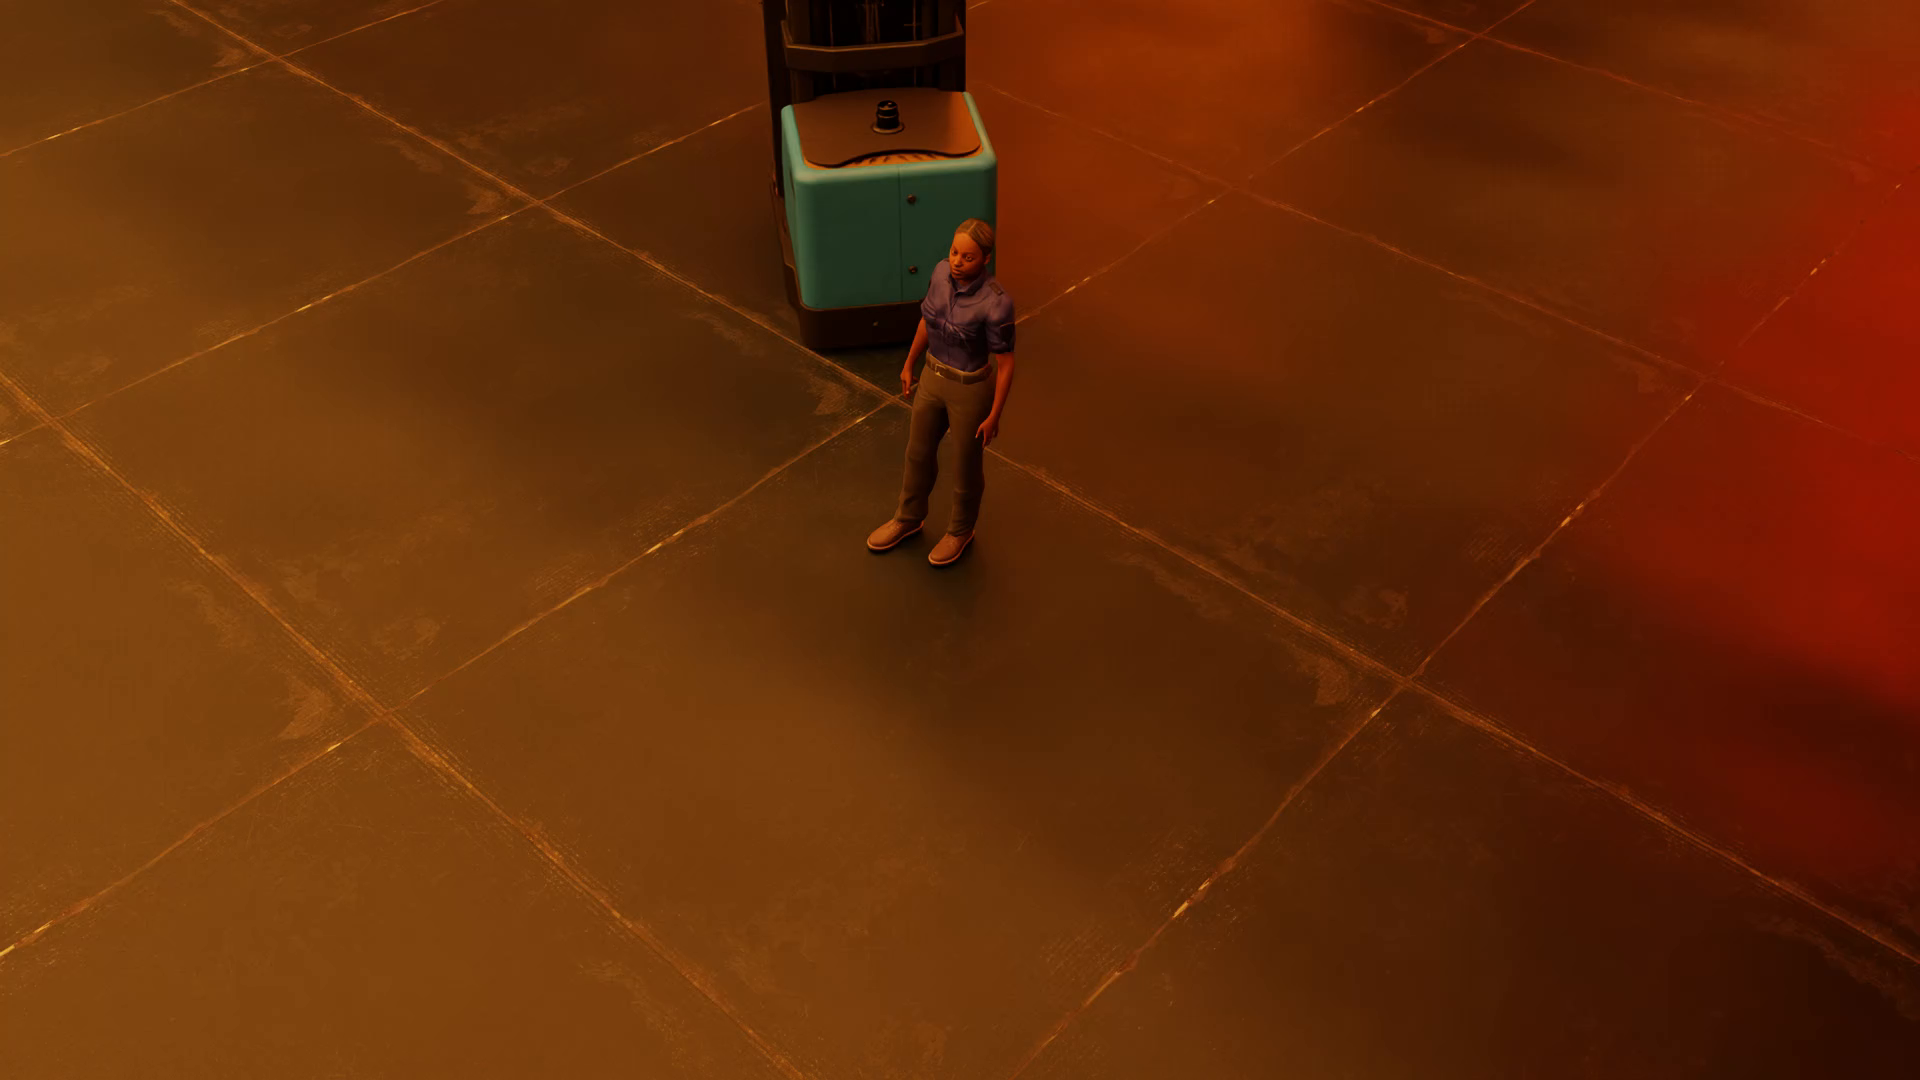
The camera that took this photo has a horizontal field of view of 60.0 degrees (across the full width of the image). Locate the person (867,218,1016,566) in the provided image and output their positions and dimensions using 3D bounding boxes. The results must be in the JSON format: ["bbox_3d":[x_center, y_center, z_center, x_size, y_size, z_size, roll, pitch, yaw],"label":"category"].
[{"bbox_3d":[-0.073,-0.600,7.097,0.570,1.654,0.504,31,49,31],"label":"person"}]

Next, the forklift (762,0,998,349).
[{"bbox_3d":[-0.554,-3.079,9.018,1.130,2.935,3.031,-6,41,-7],"label":"forklift"}]
